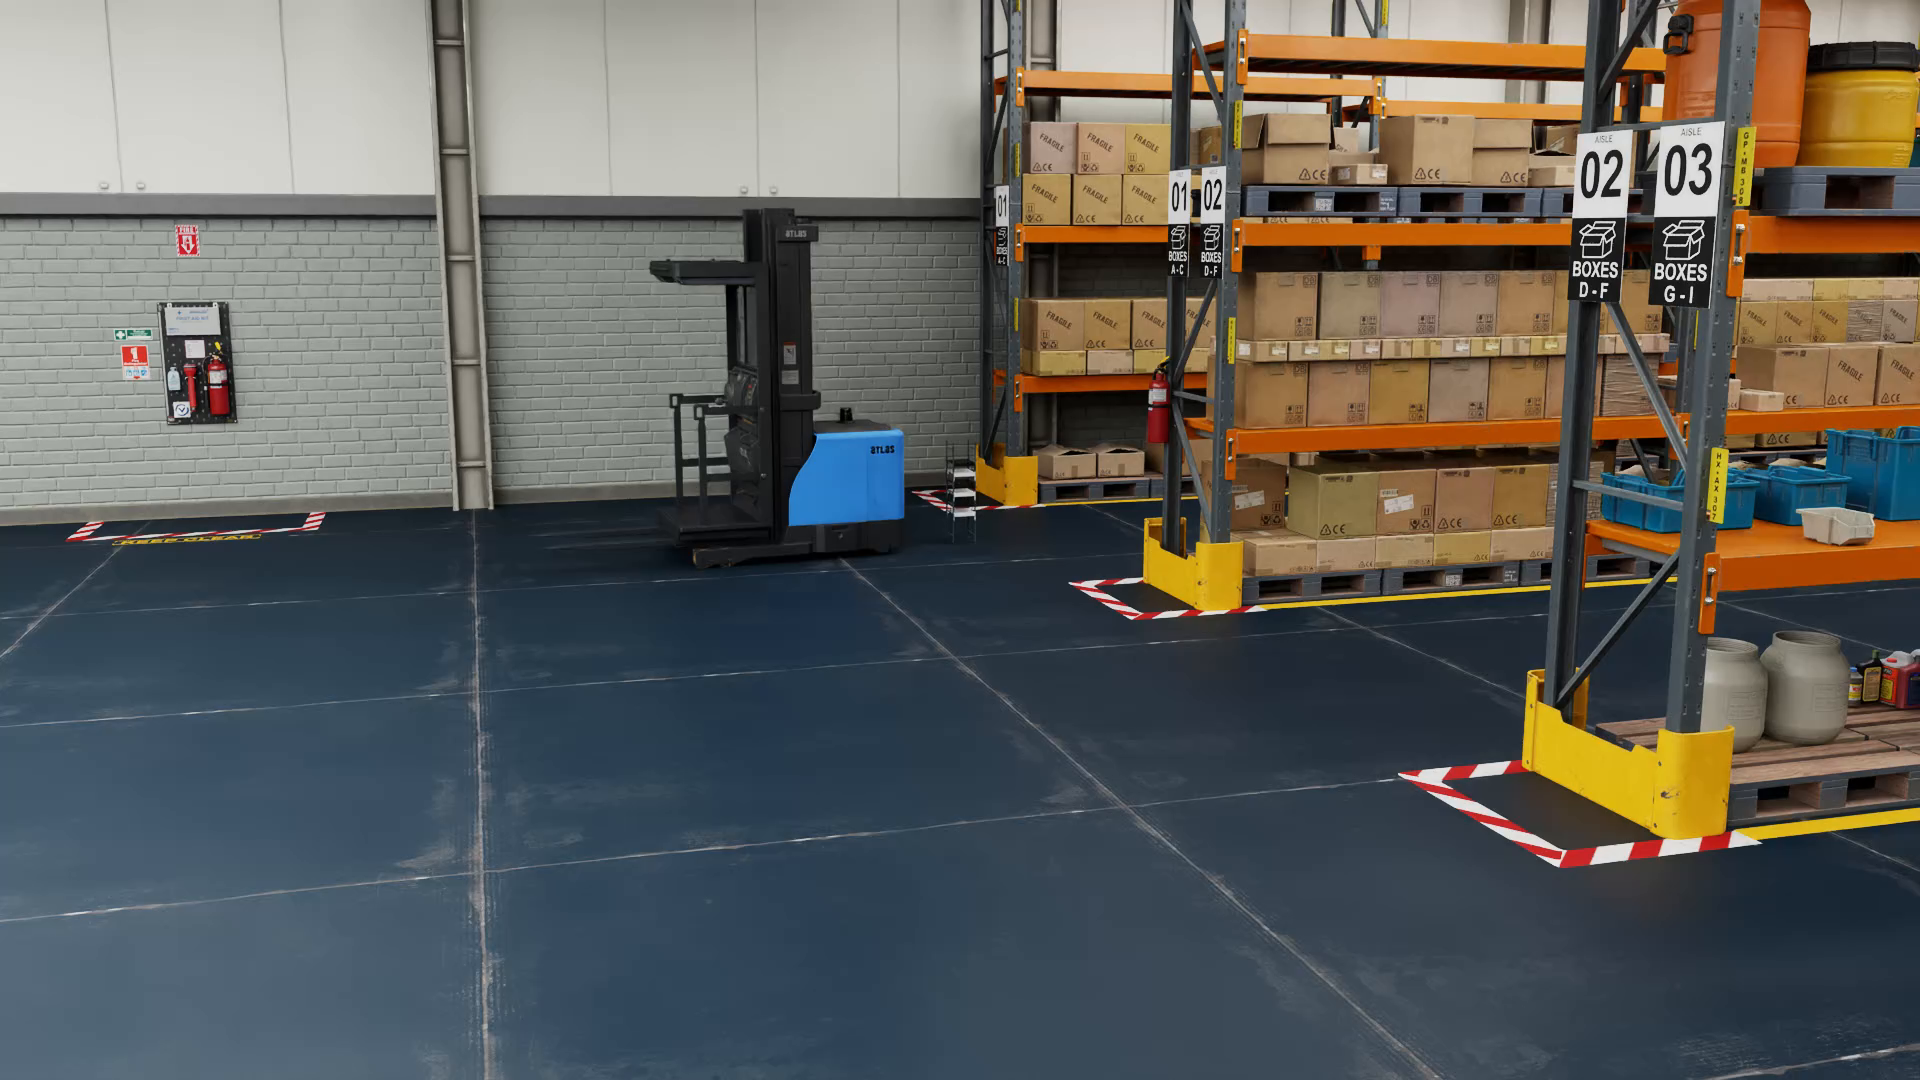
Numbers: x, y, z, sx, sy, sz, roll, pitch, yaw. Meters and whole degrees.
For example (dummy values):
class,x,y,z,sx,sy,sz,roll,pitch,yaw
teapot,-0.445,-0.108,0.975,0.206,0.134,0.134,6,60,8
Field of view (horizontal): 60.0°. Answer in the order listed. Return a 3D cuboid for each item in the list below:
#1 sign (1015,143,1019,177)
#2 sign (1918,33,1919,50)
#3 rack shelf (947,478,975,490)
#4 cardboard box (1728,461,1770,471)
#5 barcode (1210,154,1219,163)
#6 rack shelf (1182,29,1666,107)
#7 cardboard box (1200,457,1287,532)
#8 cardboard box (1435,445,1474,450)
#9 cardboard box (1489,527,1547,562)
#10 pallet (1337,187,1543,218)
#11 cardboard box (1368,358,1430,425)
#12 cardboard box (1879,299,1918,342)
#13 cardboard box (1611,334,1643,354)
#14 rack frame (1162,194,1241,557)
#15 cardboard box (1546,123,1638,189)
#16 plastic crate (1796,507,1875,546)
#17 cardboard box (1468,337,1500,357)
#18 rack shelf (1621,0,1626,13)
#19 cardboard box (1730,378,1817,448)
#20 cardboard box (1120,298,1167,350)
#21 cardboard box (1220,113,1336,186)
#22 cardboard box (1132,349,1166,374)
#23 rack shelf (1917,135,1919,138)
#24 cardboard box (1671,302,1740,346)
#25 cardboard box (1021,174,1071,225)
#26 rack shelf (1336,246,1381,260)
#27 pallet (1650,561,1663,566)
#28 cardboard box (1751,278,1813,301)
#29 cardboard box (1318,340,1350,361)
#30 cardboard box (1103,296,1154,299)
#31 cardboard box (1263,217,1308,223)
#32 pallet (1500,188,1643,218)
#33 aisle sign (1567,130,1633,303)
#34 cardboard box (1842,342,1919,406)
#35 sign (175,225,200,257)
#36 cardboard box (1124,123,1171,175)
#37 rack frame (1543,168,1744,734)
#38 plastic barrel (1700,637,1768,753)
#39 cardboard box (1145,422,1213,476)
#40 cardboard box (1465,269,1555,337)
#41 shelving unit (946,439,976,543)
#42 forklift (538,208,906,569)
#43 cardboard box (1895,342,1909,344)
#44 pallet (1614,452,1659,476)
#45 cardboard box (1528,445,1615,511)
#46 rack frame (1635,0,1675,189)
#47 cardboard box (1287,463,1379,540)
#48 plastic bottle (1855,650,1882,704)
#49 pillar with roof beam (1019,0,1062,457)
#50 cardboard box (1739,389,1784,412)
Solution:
class,x,y,z,sx,sy,sz,roll,pitch,yaw
sign,0.560,-3.733,16.340,0.005,0.325,0.100,-3,11,-16
sign,11.798,-6.115,20.391,0.005,0.325,0.100,-3,11,-16
rack shelf,0.008,-0.499,14.957,0.200,0.077,0.258,-3,11,-16
cardboard box,6.923,-0.516,14.452,0.500,0.311,0.500,-3,11,-16
barcode,1.951,-2.921,12.741,0.075,0.075,0.001,-3,11,-16
rack shelf,3.716,-3.562,12.635,4.000,0.370,1.077,-3,11,-16
cardboard box,2.228,-0.363,13.098,0.500,0.500,0.500,-3,11,-16
cardboard box,5.433,-1.187,18.897,0.500,0.500,0.700,-3,11,-17
cardboard box,4.294,-0.005,13.224,0.500,0.250,0.500,-3,11,-16
pallet,3.656,-2.587,12.772,1.213,0.211,1.003,-3,11,-16
cardboard box,3.229,-1.183,12.914,0.500,0.500,0.700,-3,11,-16
cardboard box,11.070,-2.640,19.950,0.500,0.500,0.500,-3,11,-15
cardboard box,5.198,-1.569,13.215,0.250,0.149,0.380,-3,11,-17
rack frame,1.796,-1.061,12.527,0.127,3.000,1.000,-3,11,-16
cardboard box,5.079,-3.084,13.405,0.500,0.500,0.500,-2,11,-11
plastic crate,4.126,-0.060,7.814,0.250,0.136,0.298,-3,11,-16
cardboard box,3.962,-1.503,12.858,0.250,0.149,0.380,-3,11,-14
rack shelf,5.097,-2.701,7.956,4.000,0.370,1.077,-3,11,-16
cardboard box,9.675,-1.534,19.872,0.750,0.750,0.750,-3,11,-16
cardboard box,1.926,-2.247,17.257,0.500,0.500,0.500,-3,11,-18
cardboard box,2.349,-2.891,12.349,0.637,0.503,0.797,-2,11,-12
cardboard box,1.951,-1.881,17.340,0.500,0.250,0.500,-3,11,-17
rack shelf,13.850,-5.031,20.610,4.000,0.370,1.077,-3,11,-16
cardboard box,8.627,-2.513,19.257,0.500,0.500,0.500,-3,11,-14
cardboard box,0.799,-3.430,16.777,0.500,0.500,0.500,-3,11,-14
rack shelf,6.169,-3.347,18.646,4.000,0.370,1.077,-3,11,-16
pallet,6.333,0.064,14.118,1.213,0.211,1.003,-3,11,-16
cardboard box,9.592,-2.933,19.468,0.500,0.250,0.500,-3,11,-16
cardboard box,2.726,-1.438,12.506,0.250,0.149,0.380,-3,11,-16
cardboard box,1.782,-2.339,17.753,0.500,0.500,0.500,-3,11,-18
cardboard box,3.344,-3.567,17.521,0.500,0.500,0.500,-4,11,-21
pallet,4.825,-2.648,13.104,1.213,0.211,1.003,-3,11,-16
aisle sign,3.025,-1.527,7.874,0.004,0.787,0.394,-3,11,-16
cardboard box,7.871,-1.428,14.240,0.500,0.500,0.500,-4,11,-19
sign,-7.342,-2.843,15.802,0.199,0.298,0.001,-3,11,-16
cardboard box,1.830,-3.970,16.949,0.500,0.500,0.500,-3,11,-14
rack frame,3.177,-0.200,7.848,0.127,3.000,1.000,-3,11,-16
plastic barrel,3.788,0.770,8.289,0.421,0.512,0.421,0,10,0
cardboard box,2.363,-0.986,17.806,0.500,0.500,0.700,-4,11,-20
cardboard box,4.247,-1.876,13.095,0.500,0.500,0.700,-3,11,-16
shelving unit,0.008,-0.443,14.967,0.210,0.900,0.258,-3,11,-16
forklift,-2.039,-1.310,14.069,3.031,2.935,1.130,-4,11,-21
cardboard box,11.187,-2.327,20.042,0.250,0.149,0.380,-3,11,-14
pallet,7.338,-0.916,19.441,1.213,0.211,1.003,-3,11,-16
cardboard box,5.104,-0.518,13.937,0.500,0.500,0.500,-3,11,-16
rack frame,8.089,-5.278,18.859,0.127,3.000,1.000,-3,11,-16
cardboard box,2.853,-0.298,12.746,0.500,0.500,0.500,-3,11,-16
plastic bottle,4.925,0.741,9.023,0.133,0.283,0.061,-3,11,-15
pillar with roof beam,2.042,-4.310,13.604,0.400,9.000,9.100,-3,11,-16
cardboard box,6.545,-1.150,13.700,0.250,0.149,0.380,-3,11,-16
